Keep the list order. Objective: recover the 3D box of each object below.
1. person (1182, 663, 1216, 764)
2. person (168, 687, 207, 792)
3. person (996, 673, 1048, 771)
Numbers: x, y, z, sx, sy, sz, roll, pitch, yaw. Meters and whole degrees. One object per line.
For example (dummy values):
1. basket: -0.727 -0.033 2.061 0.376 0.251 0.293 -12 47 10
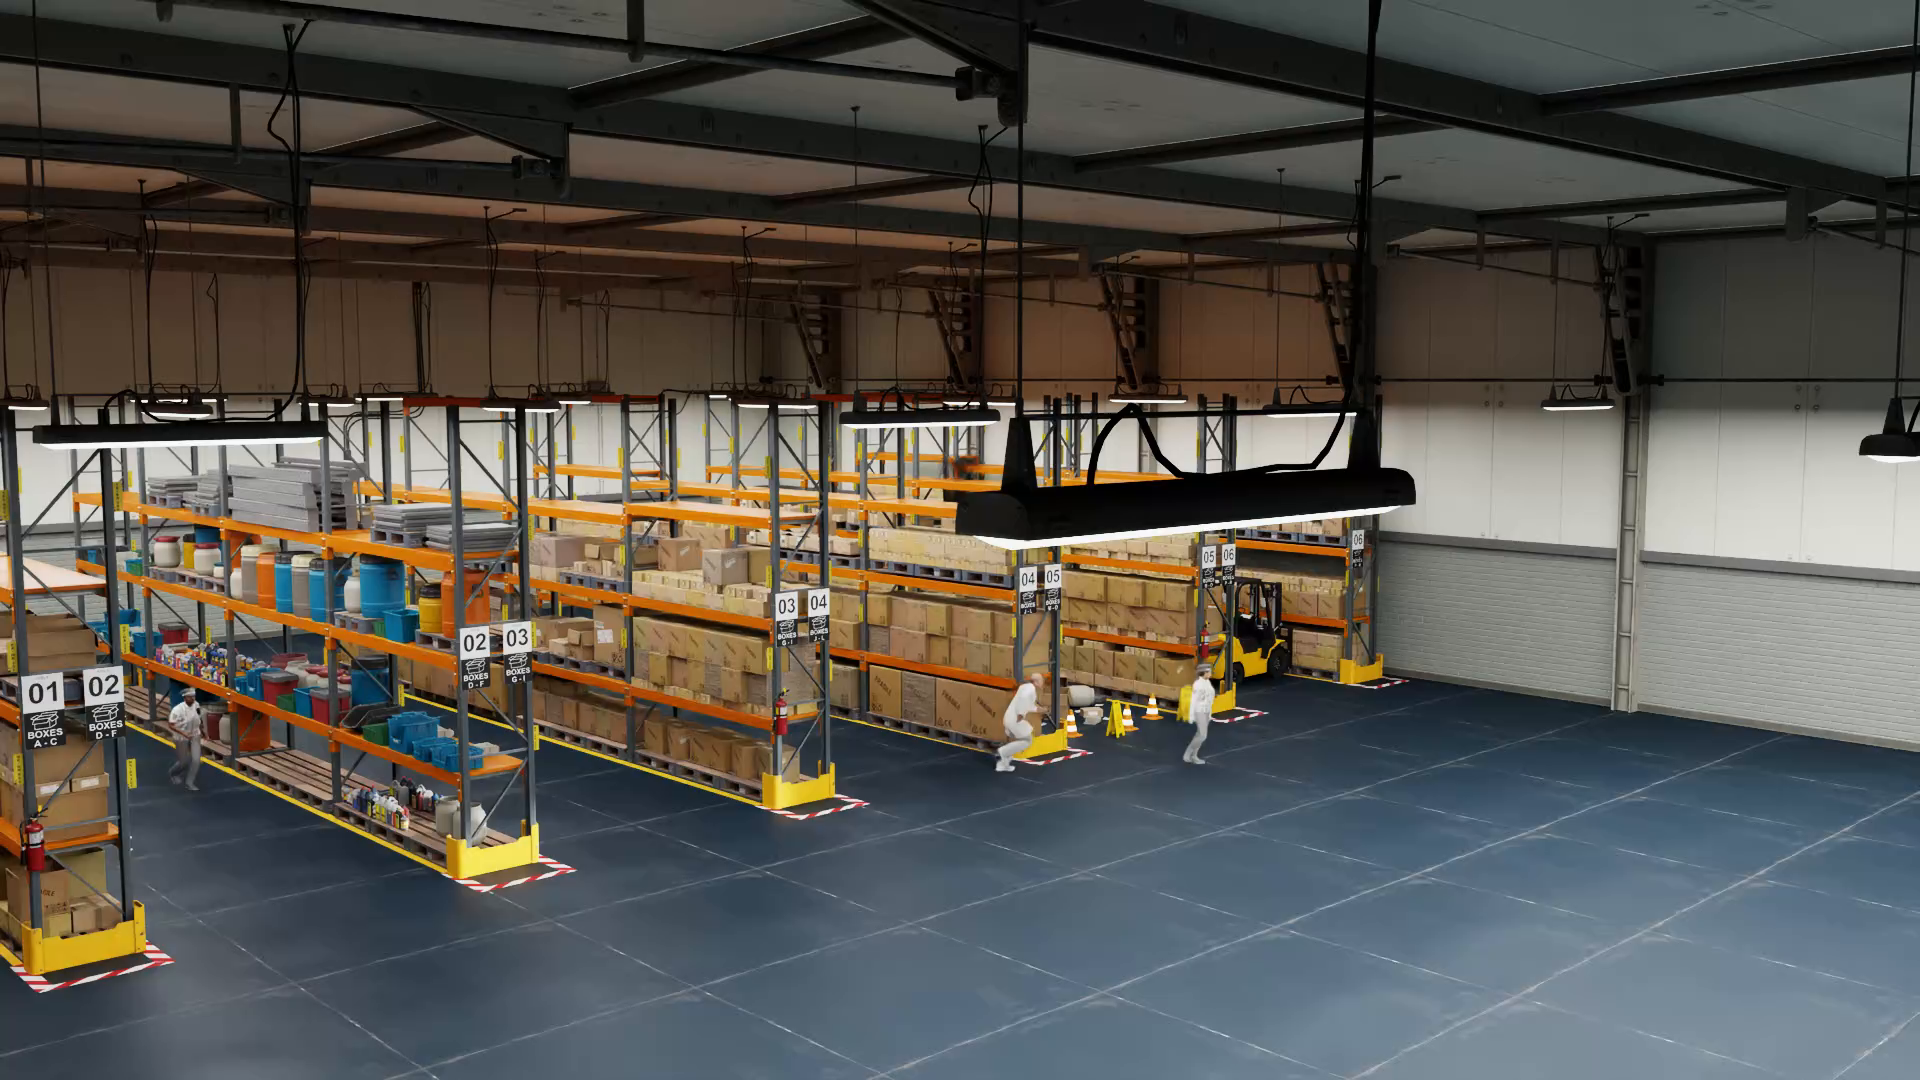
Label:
1. person: 3.940 2.854 27.316 0.432 1.657 0.565 4 7 34
2. person: -11.954 3.052 25.650 0.723 1.640 0.570 4 7 38
3. person: 1.012 2.950 26.804 0.883 1.598 0.740 -1 6 -12
